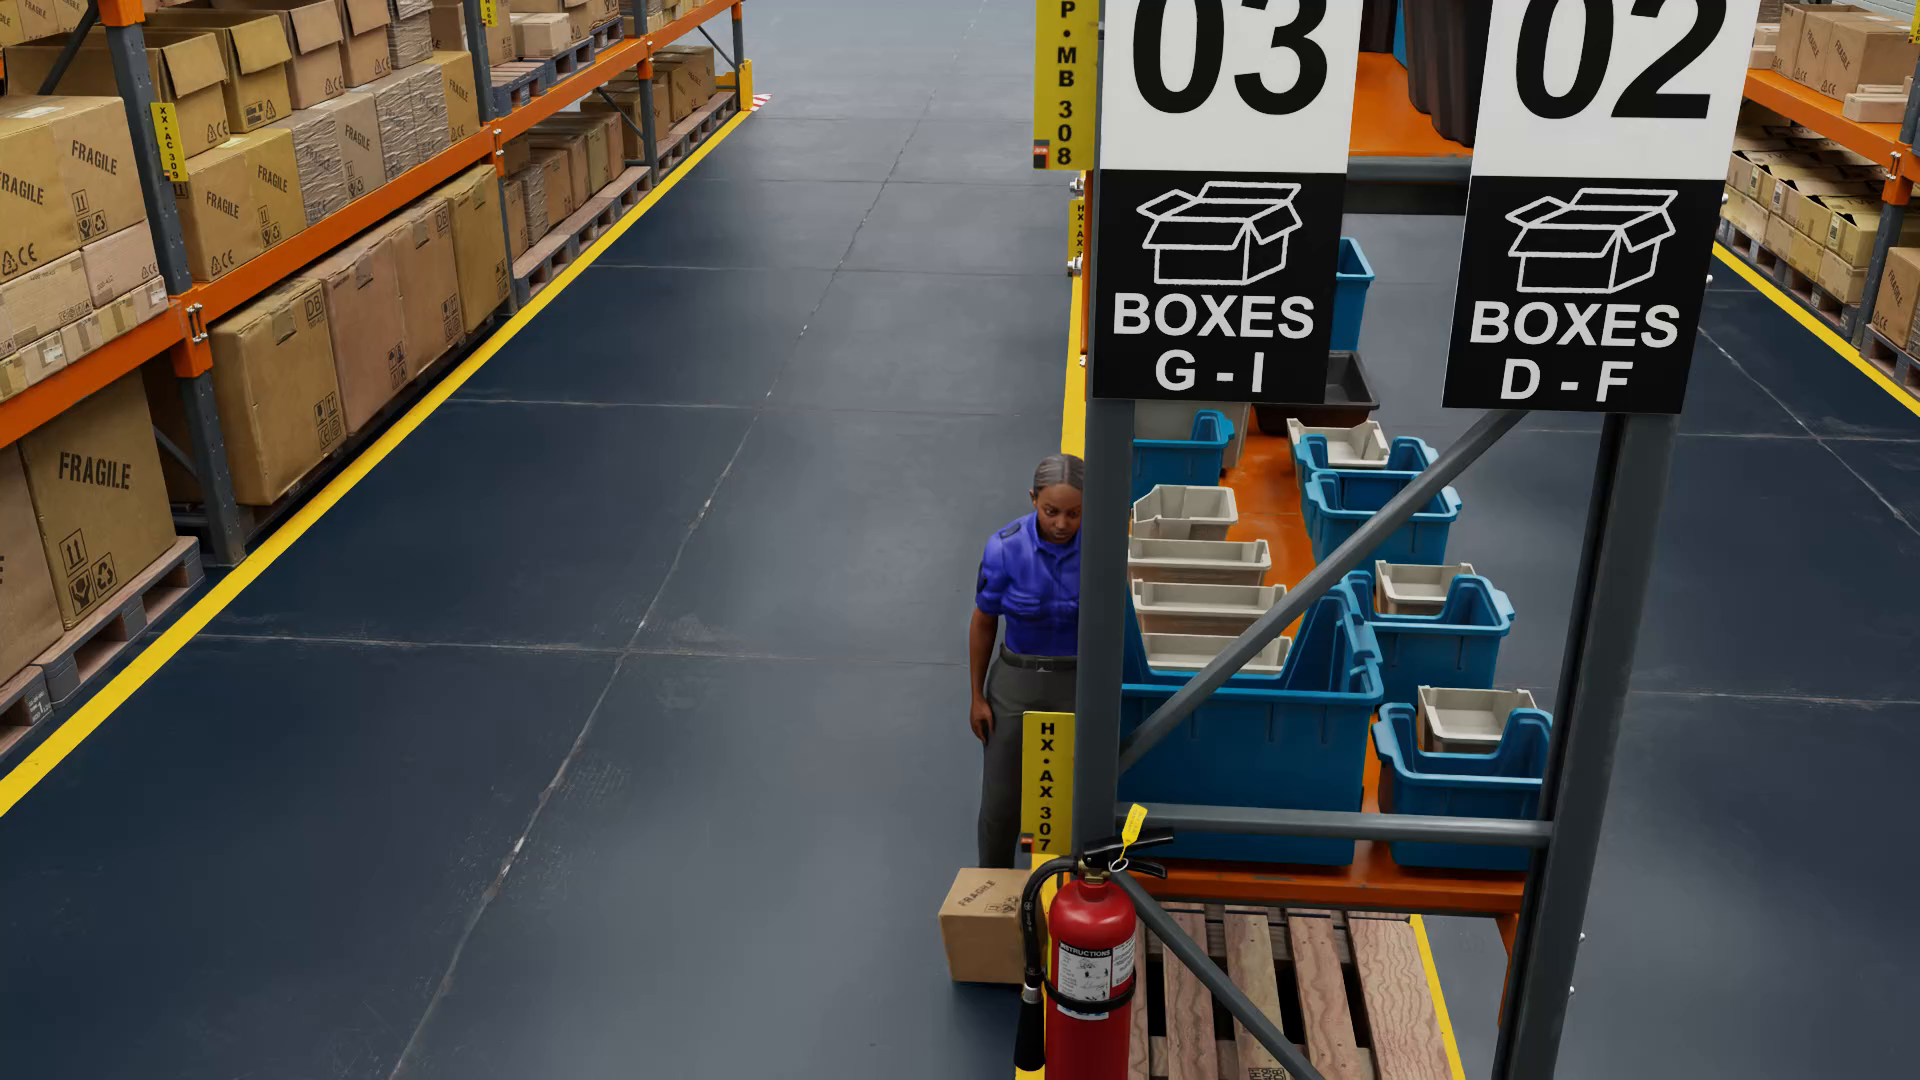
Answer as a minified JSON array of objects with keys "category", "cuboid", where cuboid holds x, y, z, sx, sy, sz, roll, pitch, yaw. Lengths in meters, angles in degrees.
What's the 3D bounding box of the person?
[{"category":"person","cuboid":[0.261,0.484,5.059,0.511,1.654,0.346,1,25,2]}]
